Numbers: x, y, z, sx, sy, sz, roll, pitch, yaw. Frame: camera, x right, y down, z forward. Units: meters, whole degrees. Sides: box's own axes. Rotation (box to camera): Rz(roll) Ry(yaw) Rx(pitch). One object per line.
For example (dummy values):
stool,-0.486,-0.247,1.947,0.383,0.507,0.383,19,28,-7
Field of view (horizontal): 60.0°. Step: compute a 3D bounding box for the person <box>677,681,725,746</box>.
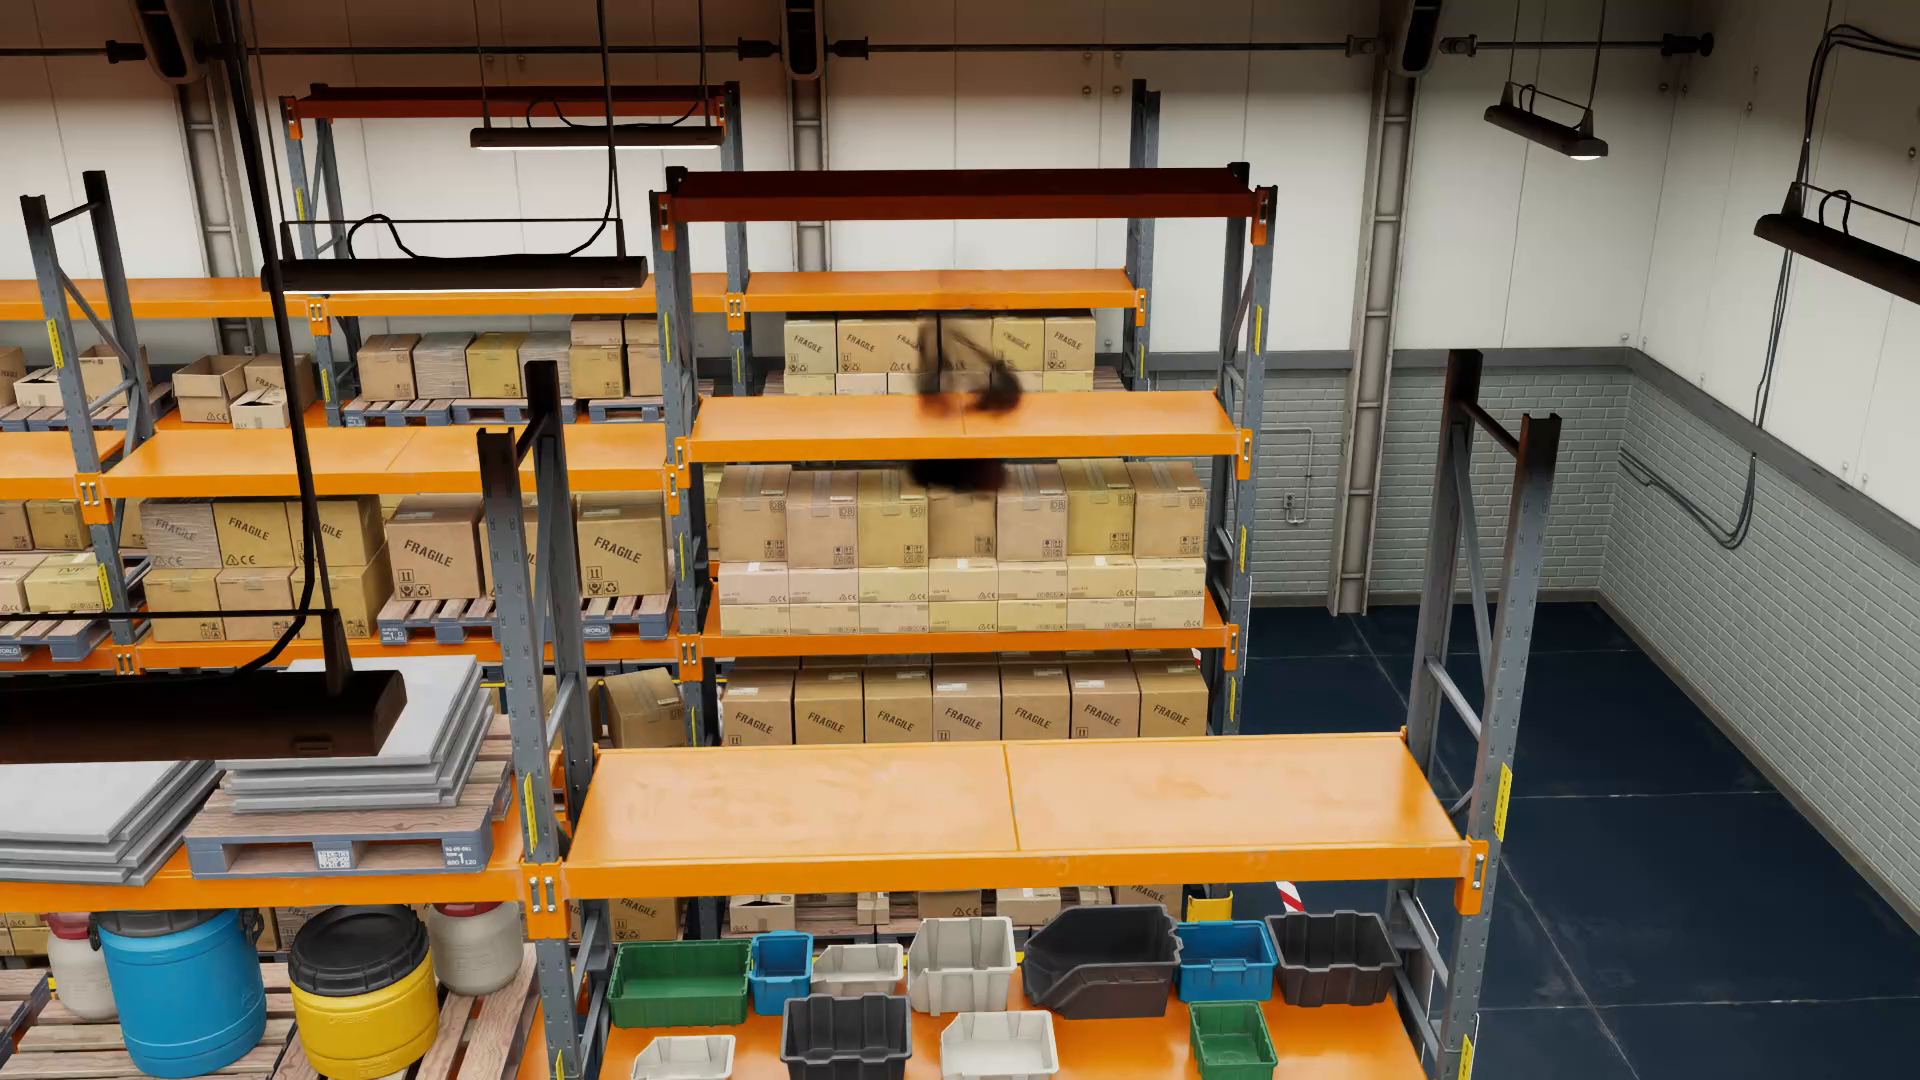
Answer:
person,-2.118,1.848,14.643,0.812,1.490,0.633,-7,23,-18
